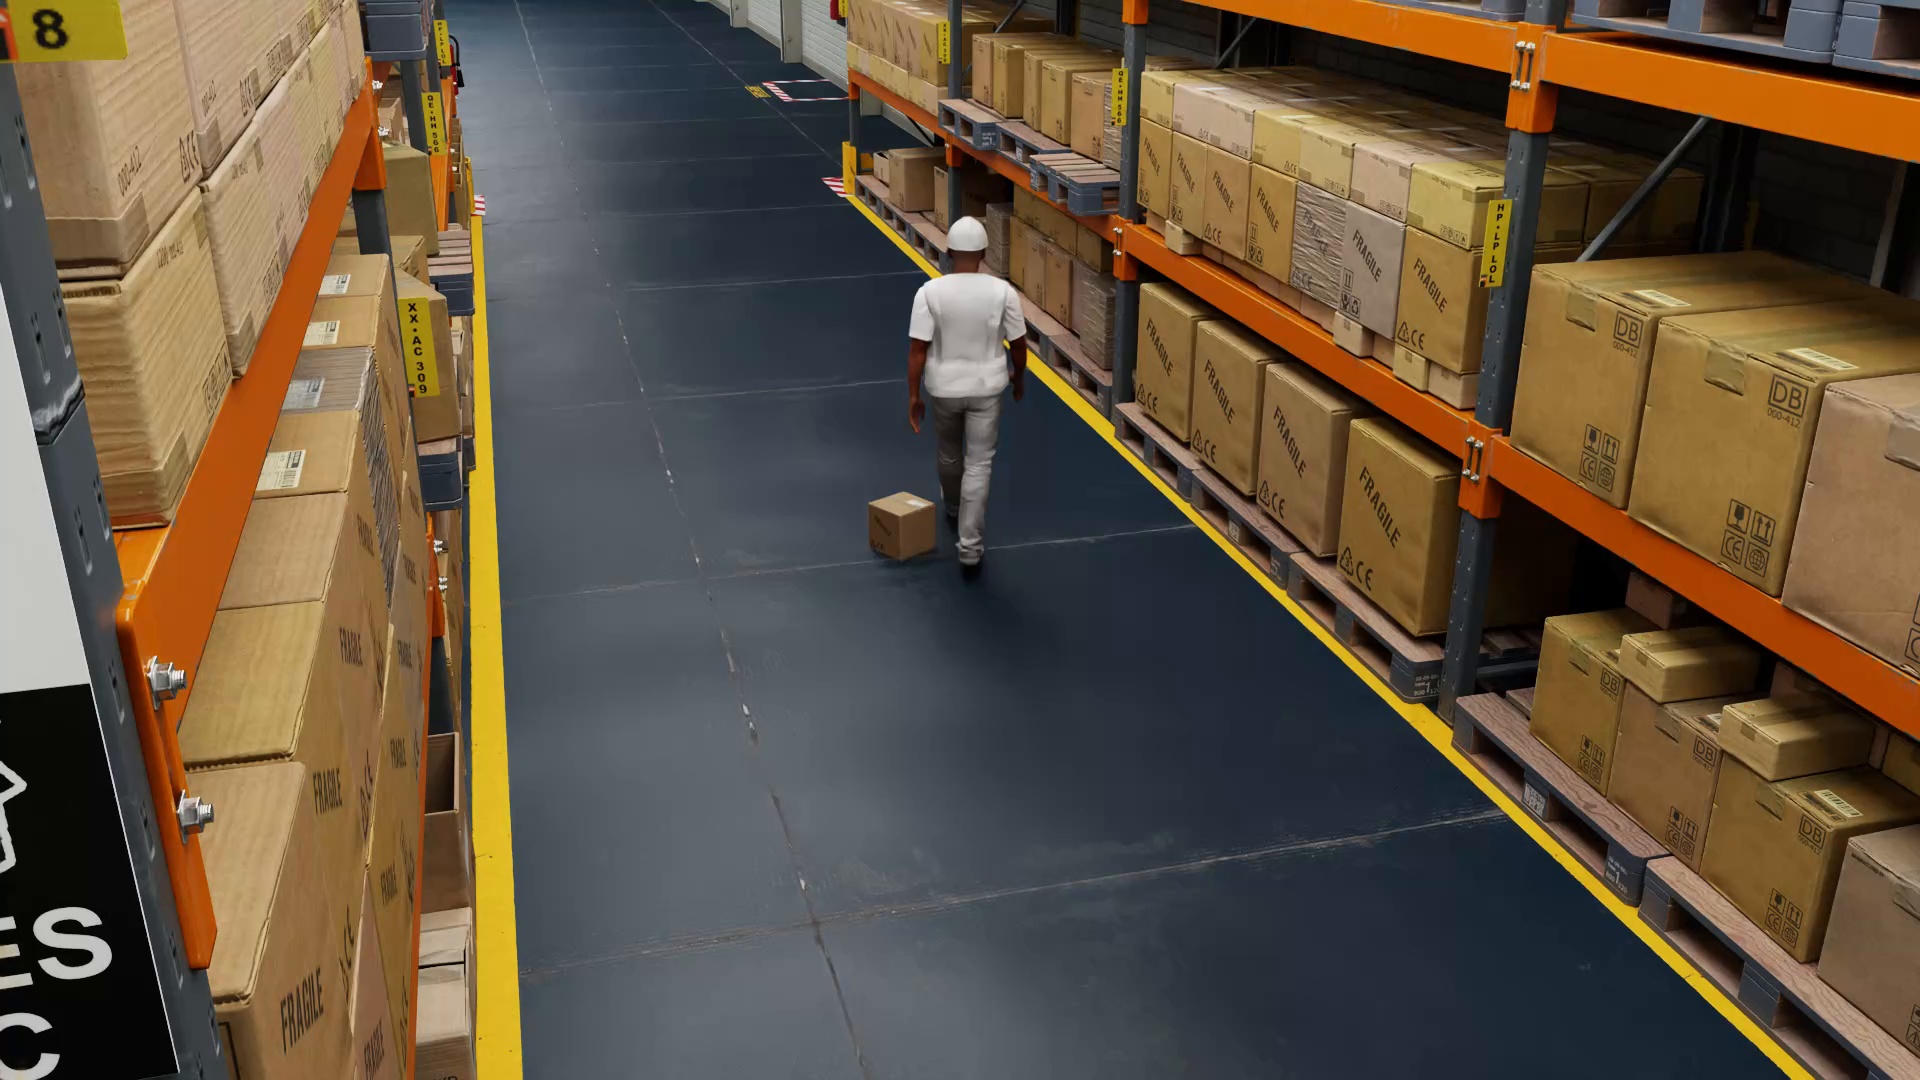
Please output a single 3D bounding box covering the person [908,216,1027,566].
[{"bbox_3d":[0.052,-0.809,8.494,0.580,1.714,1.068,3,23,6],"label":"person"}]
